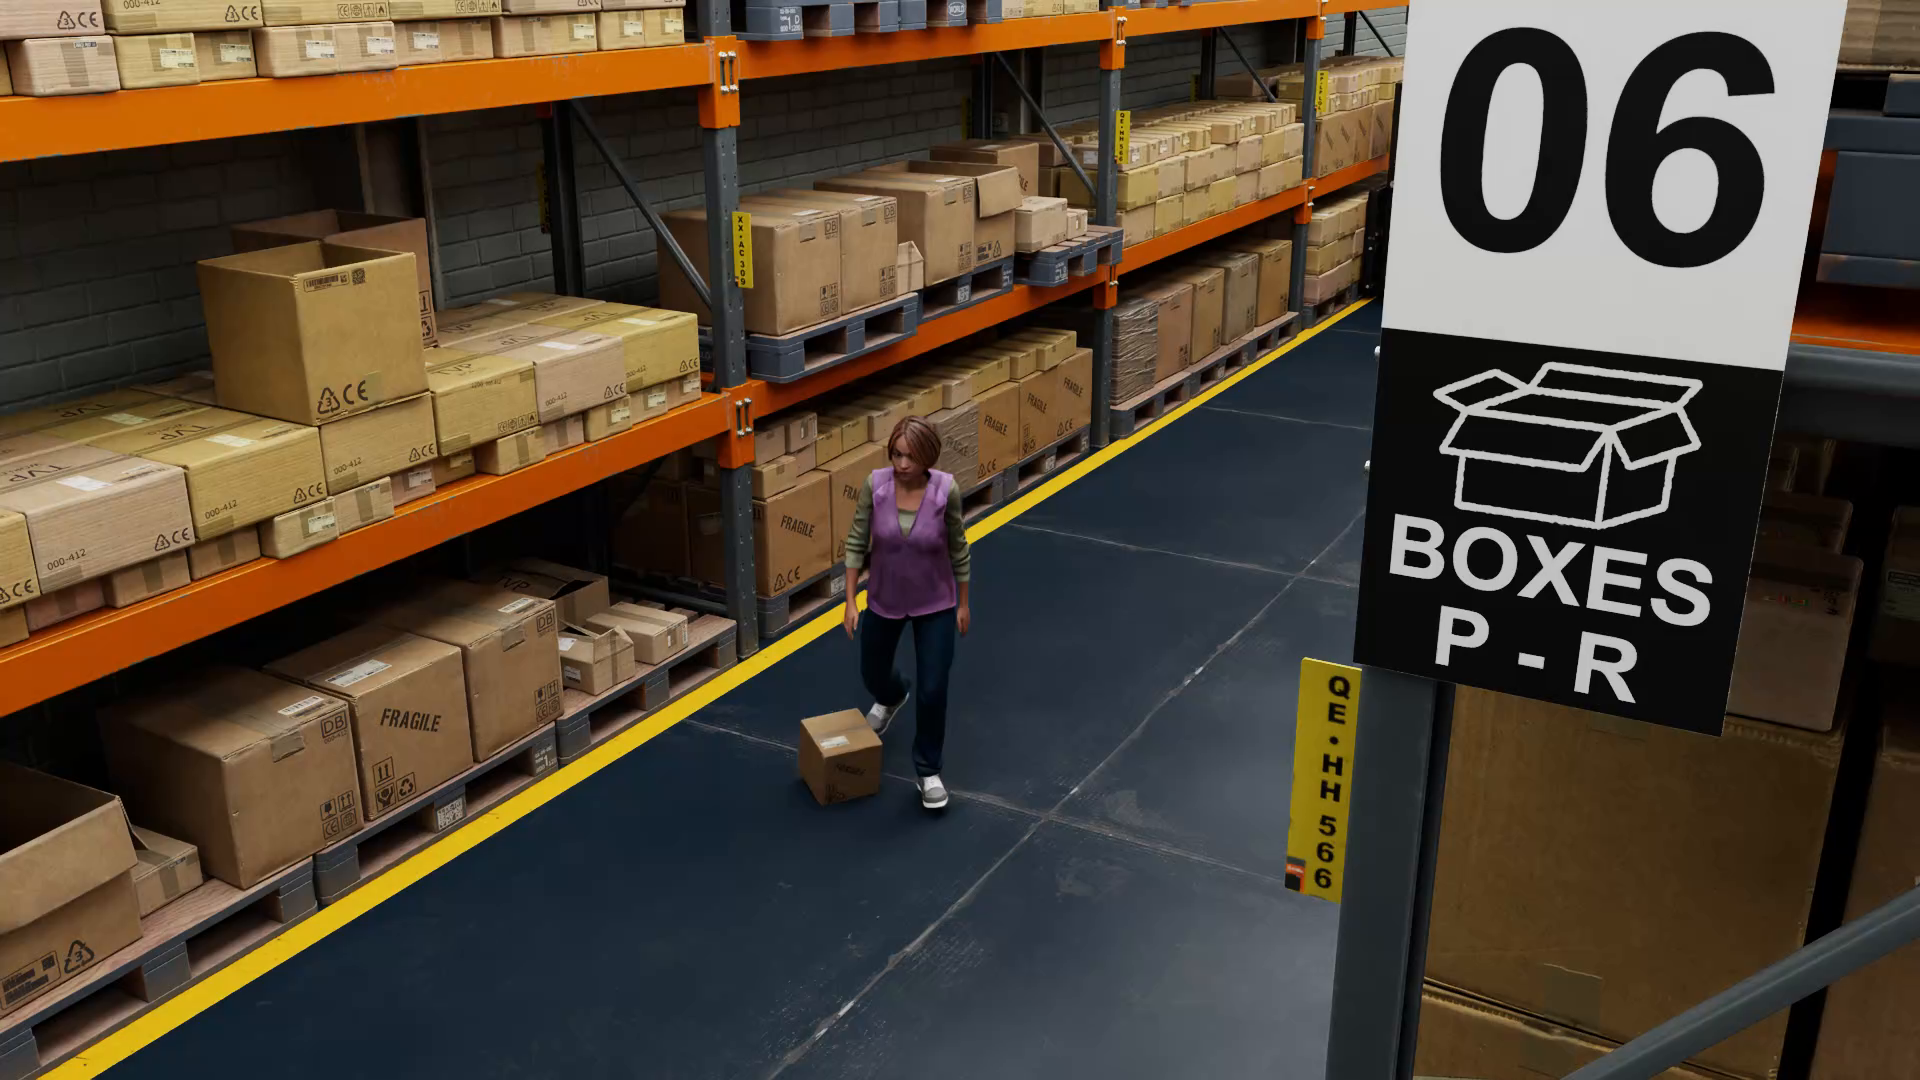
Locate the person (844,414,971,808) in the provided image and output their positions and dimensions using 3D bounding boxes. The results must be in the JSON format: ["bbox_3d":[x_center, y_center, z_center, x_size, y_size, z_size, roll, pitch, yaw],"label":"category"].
[{"bbox_3d":[-0.189,0.209,6.489,0.479,1.555,0.679,2,20,6],"label":"person"}]
